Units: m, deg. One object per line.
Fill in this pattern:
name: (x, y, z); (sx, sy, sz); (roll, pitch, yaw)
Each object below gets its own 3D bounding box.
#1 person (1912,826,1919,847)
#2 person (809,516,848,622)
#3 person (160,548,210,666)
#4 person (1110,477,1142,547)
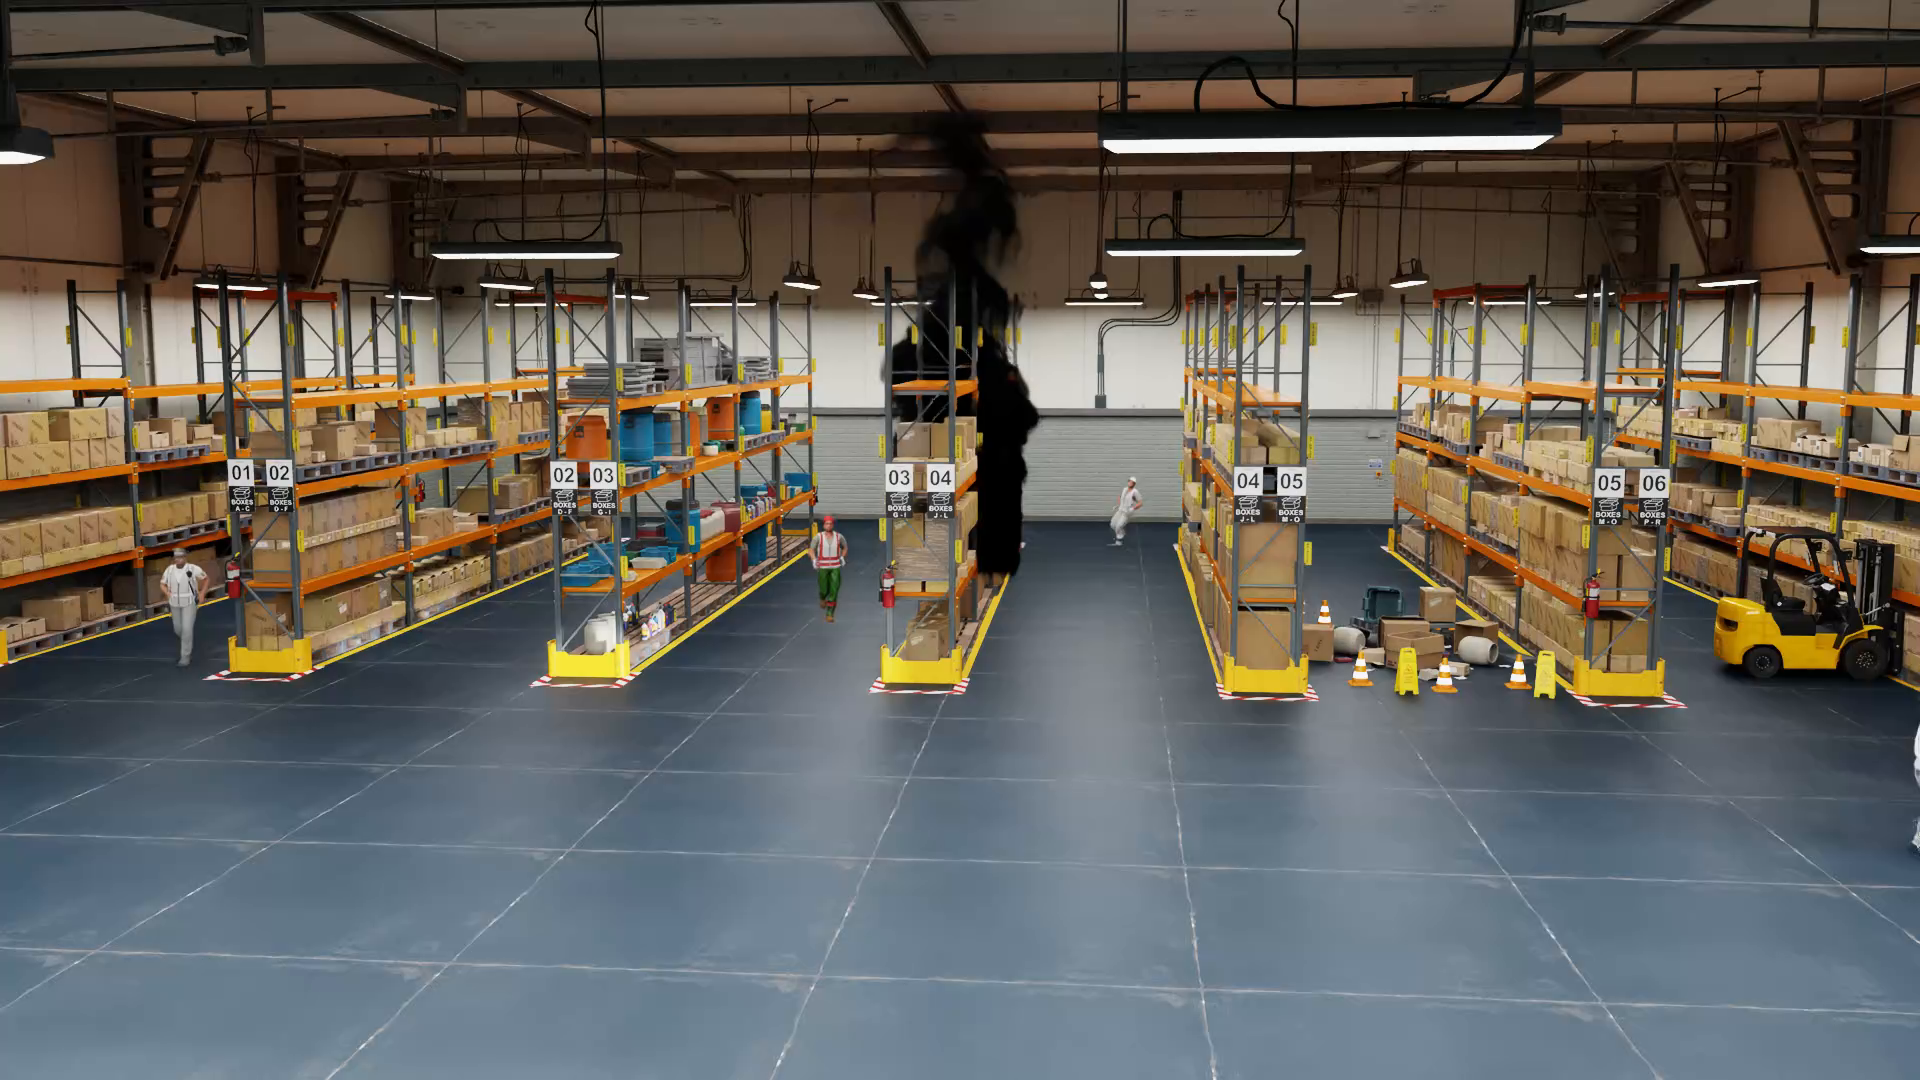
person: (9.532, 2.256, 15.873); (0.590, 1.740, 0.726); (-5, 8, -33)
person: (-2.187, 0.469, 27.838); (0.653, 1.760, 0.704); (-1, 7, -12)
person: (-12.031, 0.999, 25.802); (0.684, 1.808, 0.866); (-1, 7, -5)
person: (3.920, -0.657, 39.644); (0.539, 1.695, 0.725); (-5, 9, -38)
